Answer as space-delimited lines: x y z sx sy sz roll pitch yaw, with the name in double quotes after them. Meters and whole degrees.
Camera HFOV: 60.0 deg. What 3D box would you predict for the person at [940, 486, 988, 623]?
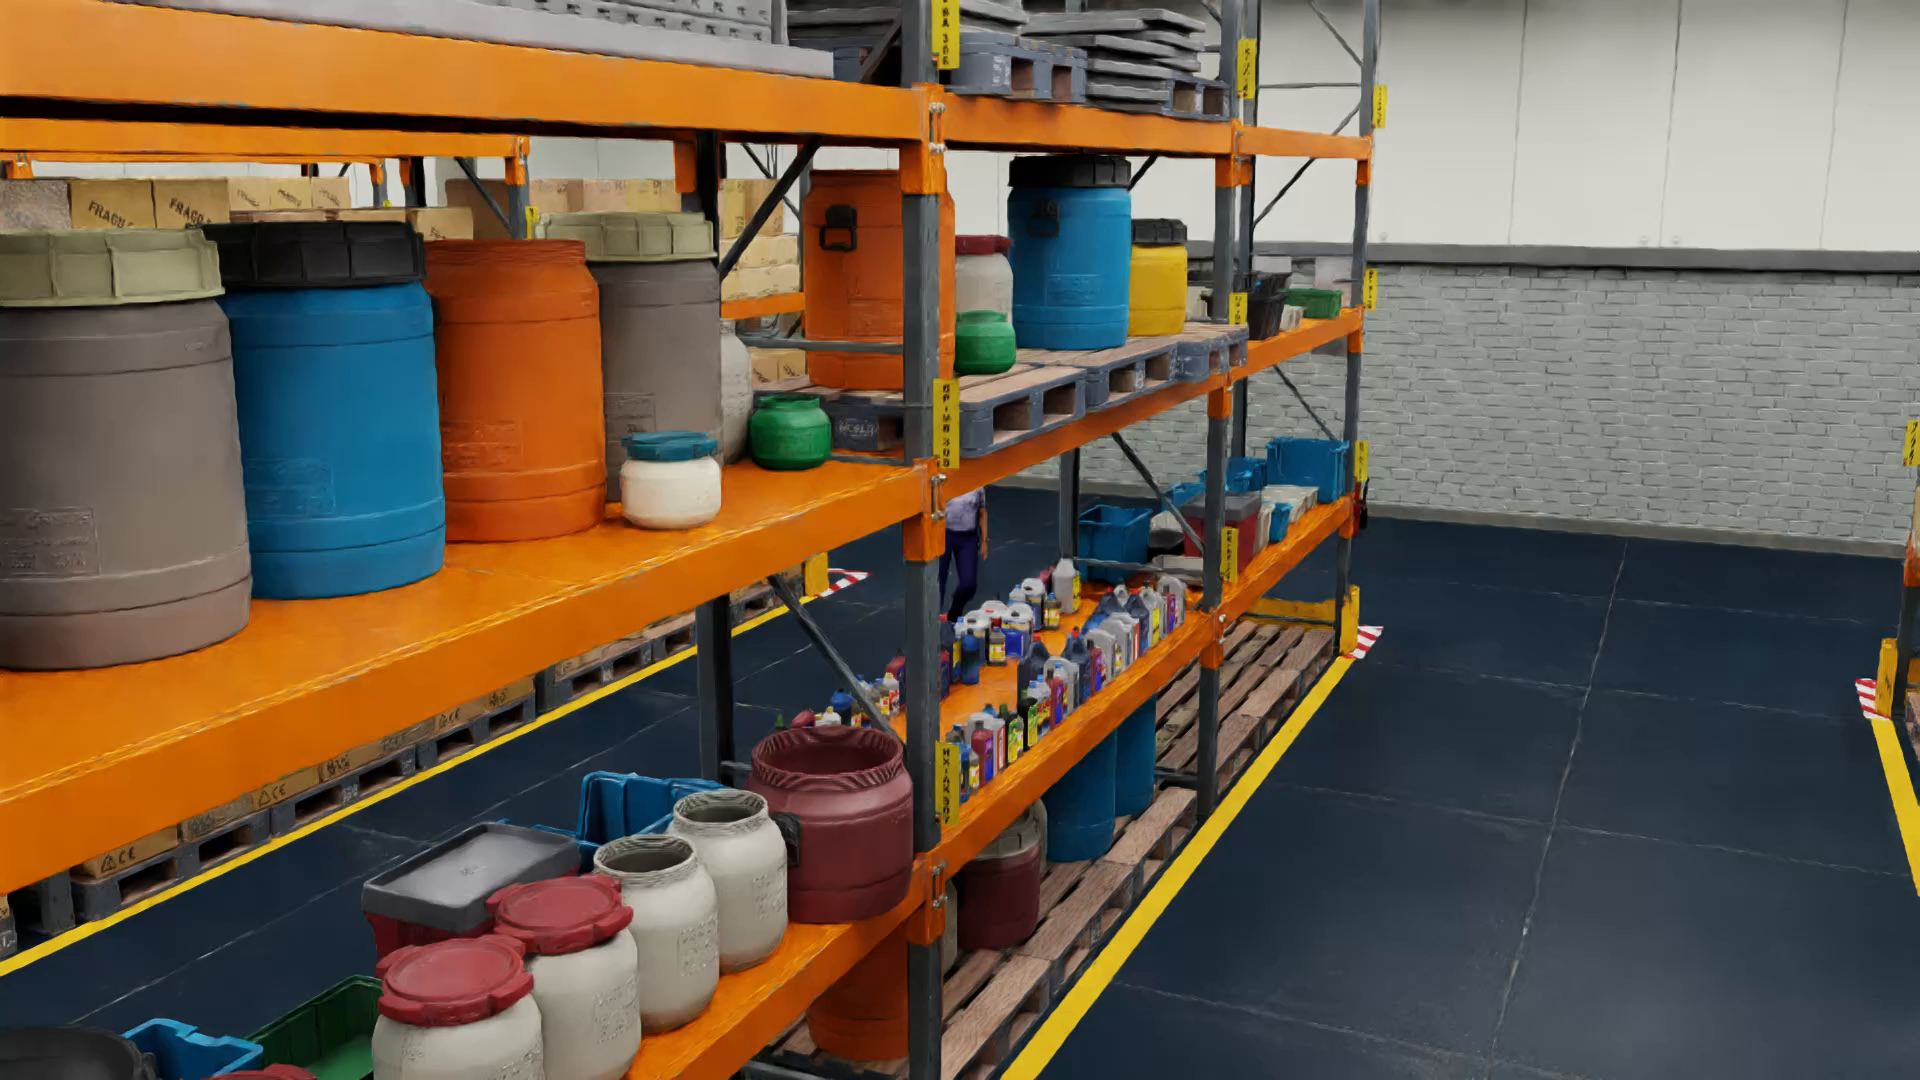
-0.046 0.020 13.892 0.566 1.612 0.522 0 12 -2 "person"
